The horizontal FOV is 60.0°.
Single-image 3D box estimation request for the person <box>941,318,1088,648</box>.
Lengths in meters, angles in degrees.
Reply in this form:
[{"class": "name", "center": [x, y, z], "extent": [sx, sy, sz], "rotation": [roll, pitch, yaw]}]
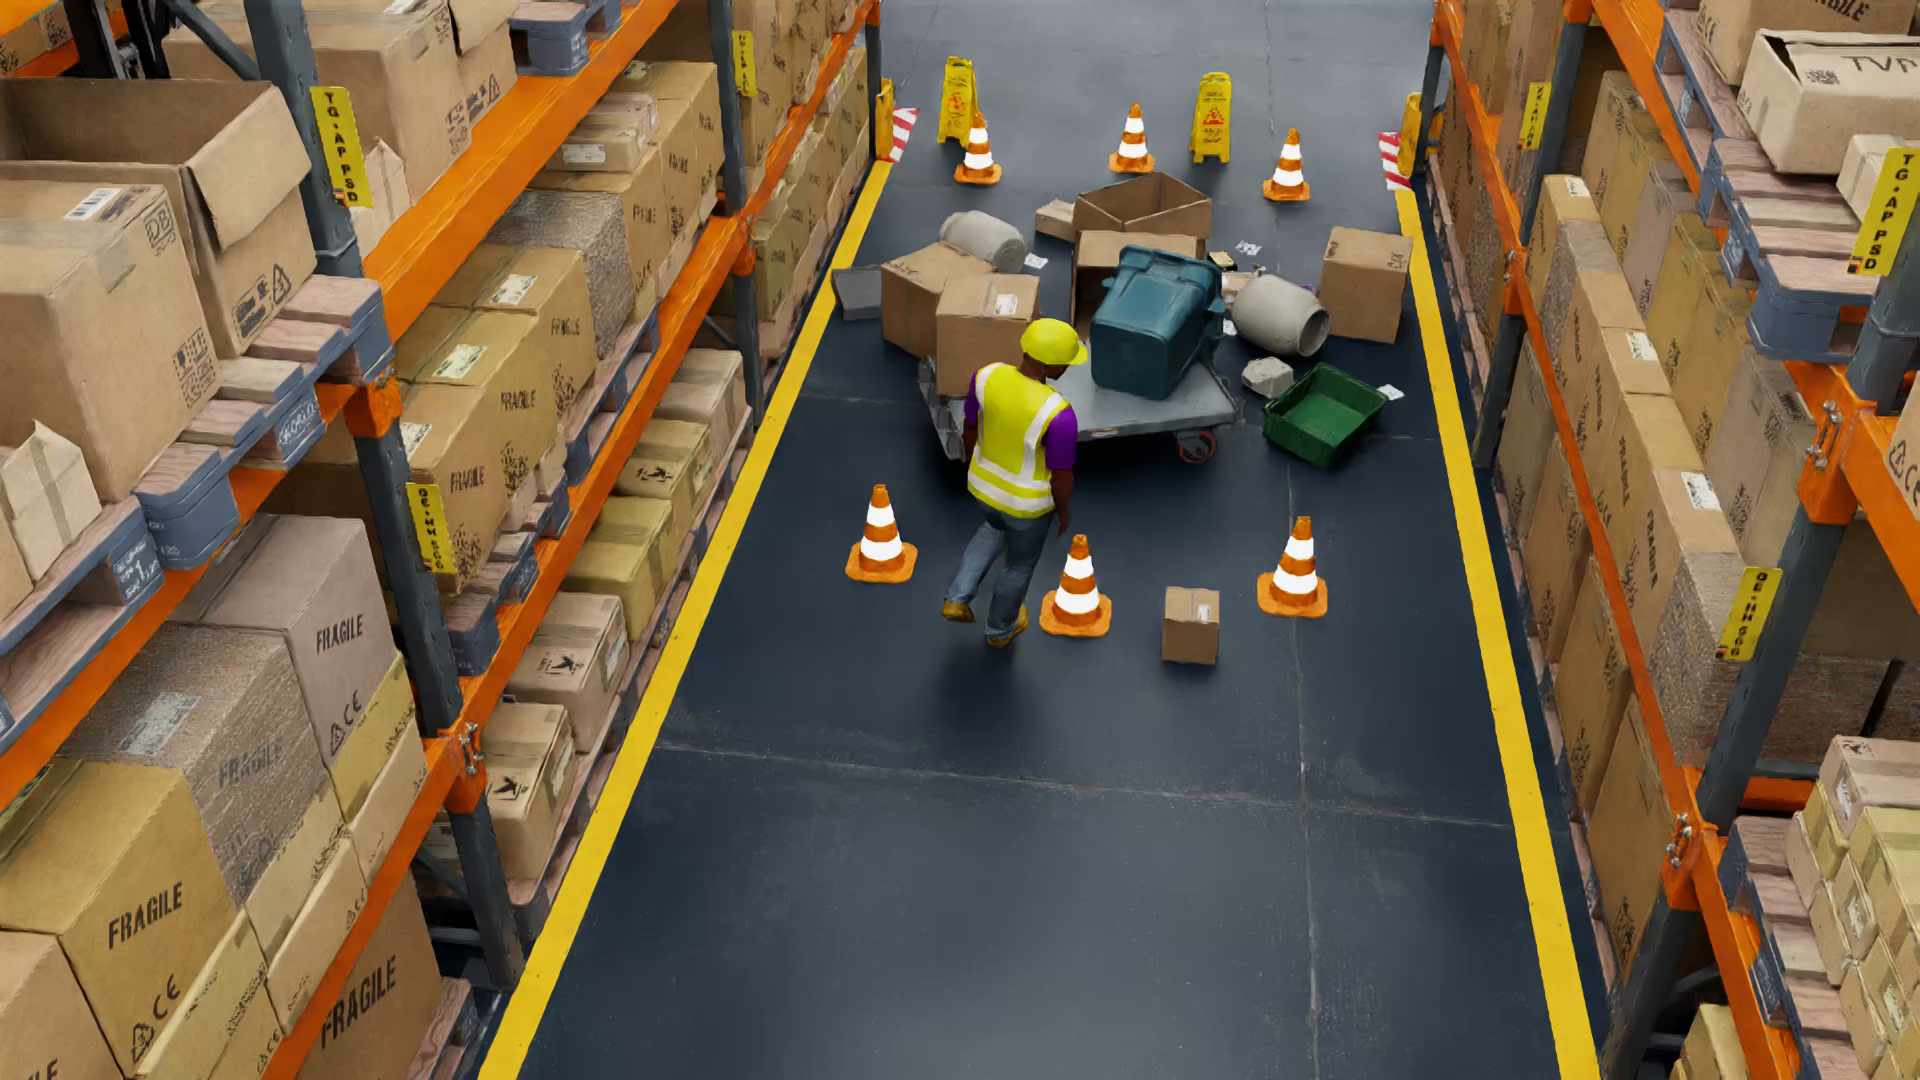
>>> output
[{"class": "person", "center": [0.235, -0.198, 7.304], "extent": [0.613, 1.752, 0.513], "rotation": [26, 43, 31]}]
